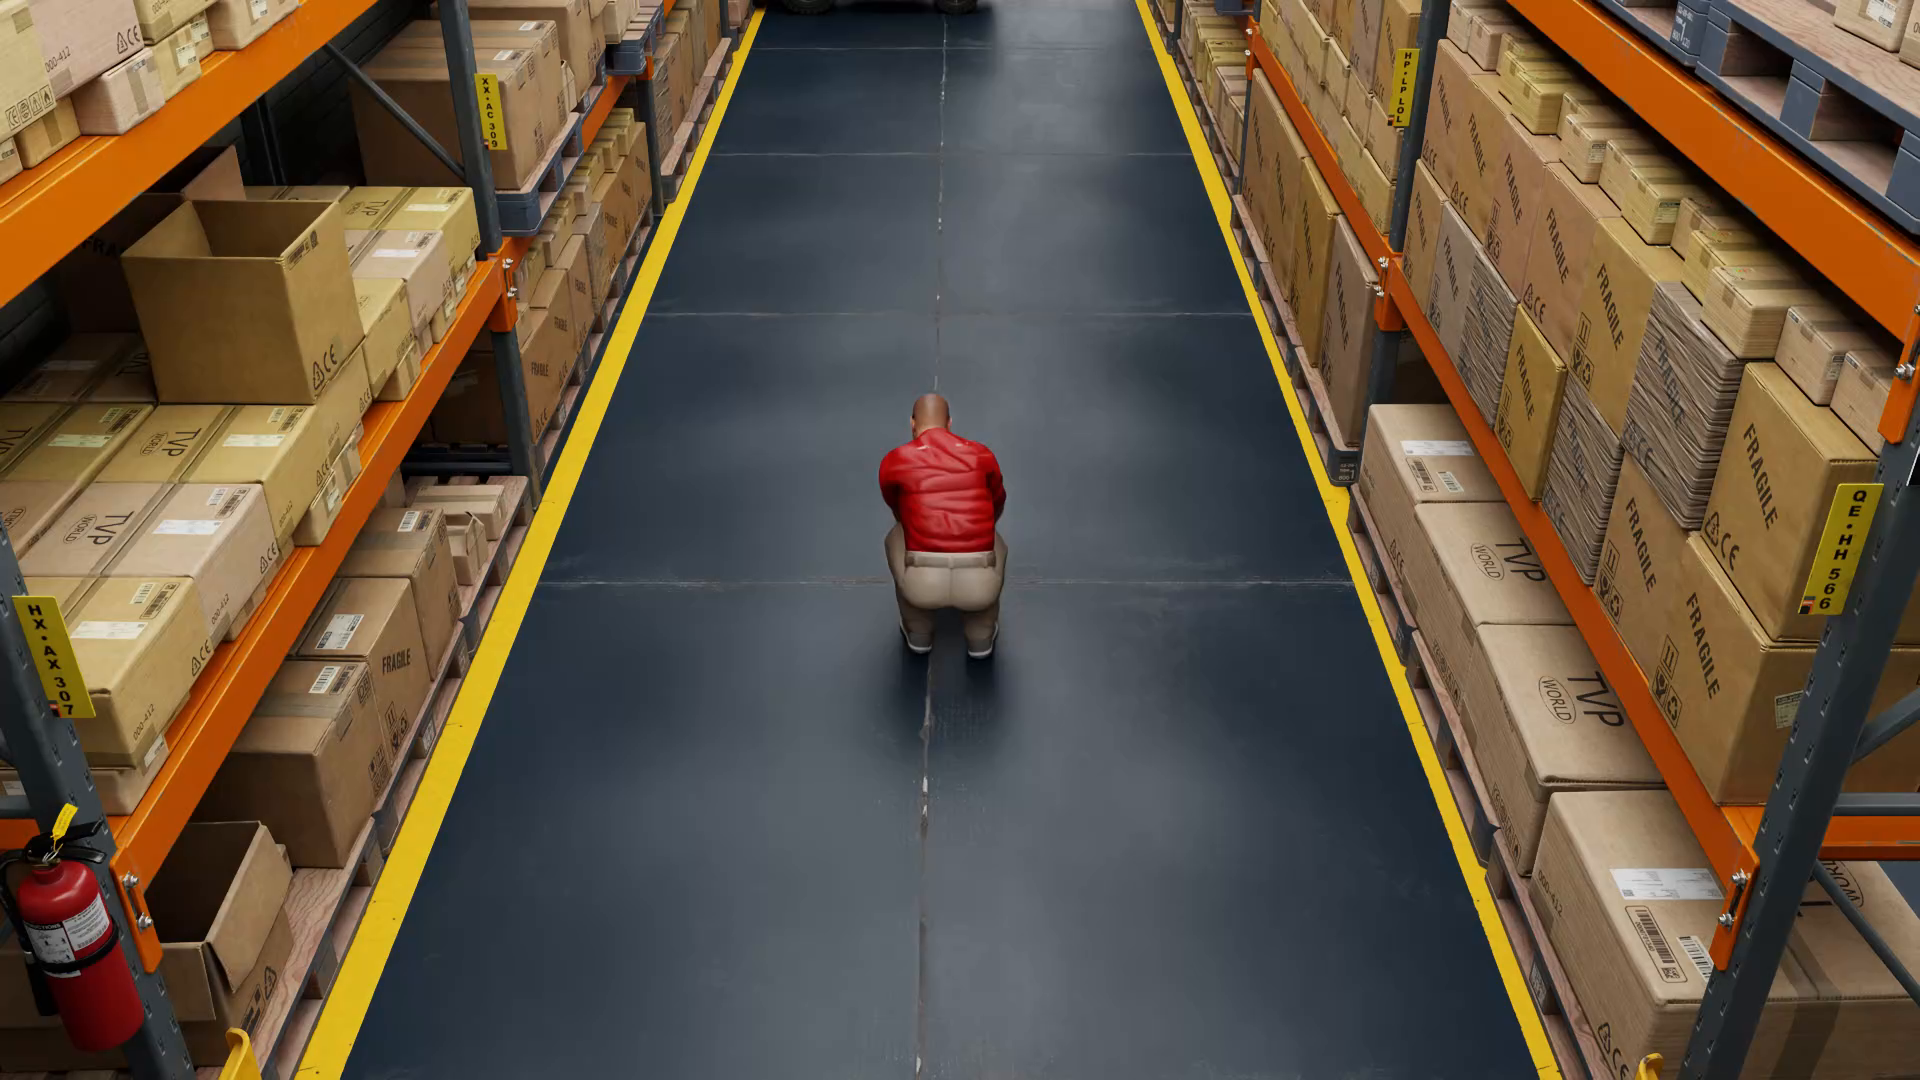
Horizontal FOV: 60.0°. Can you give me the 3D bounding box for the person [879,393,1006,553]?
[{"bbox_3d":[-0.070,-0.138,6.994,0.535,0.860,0.770,0,31,-1],"label":"person"}]
